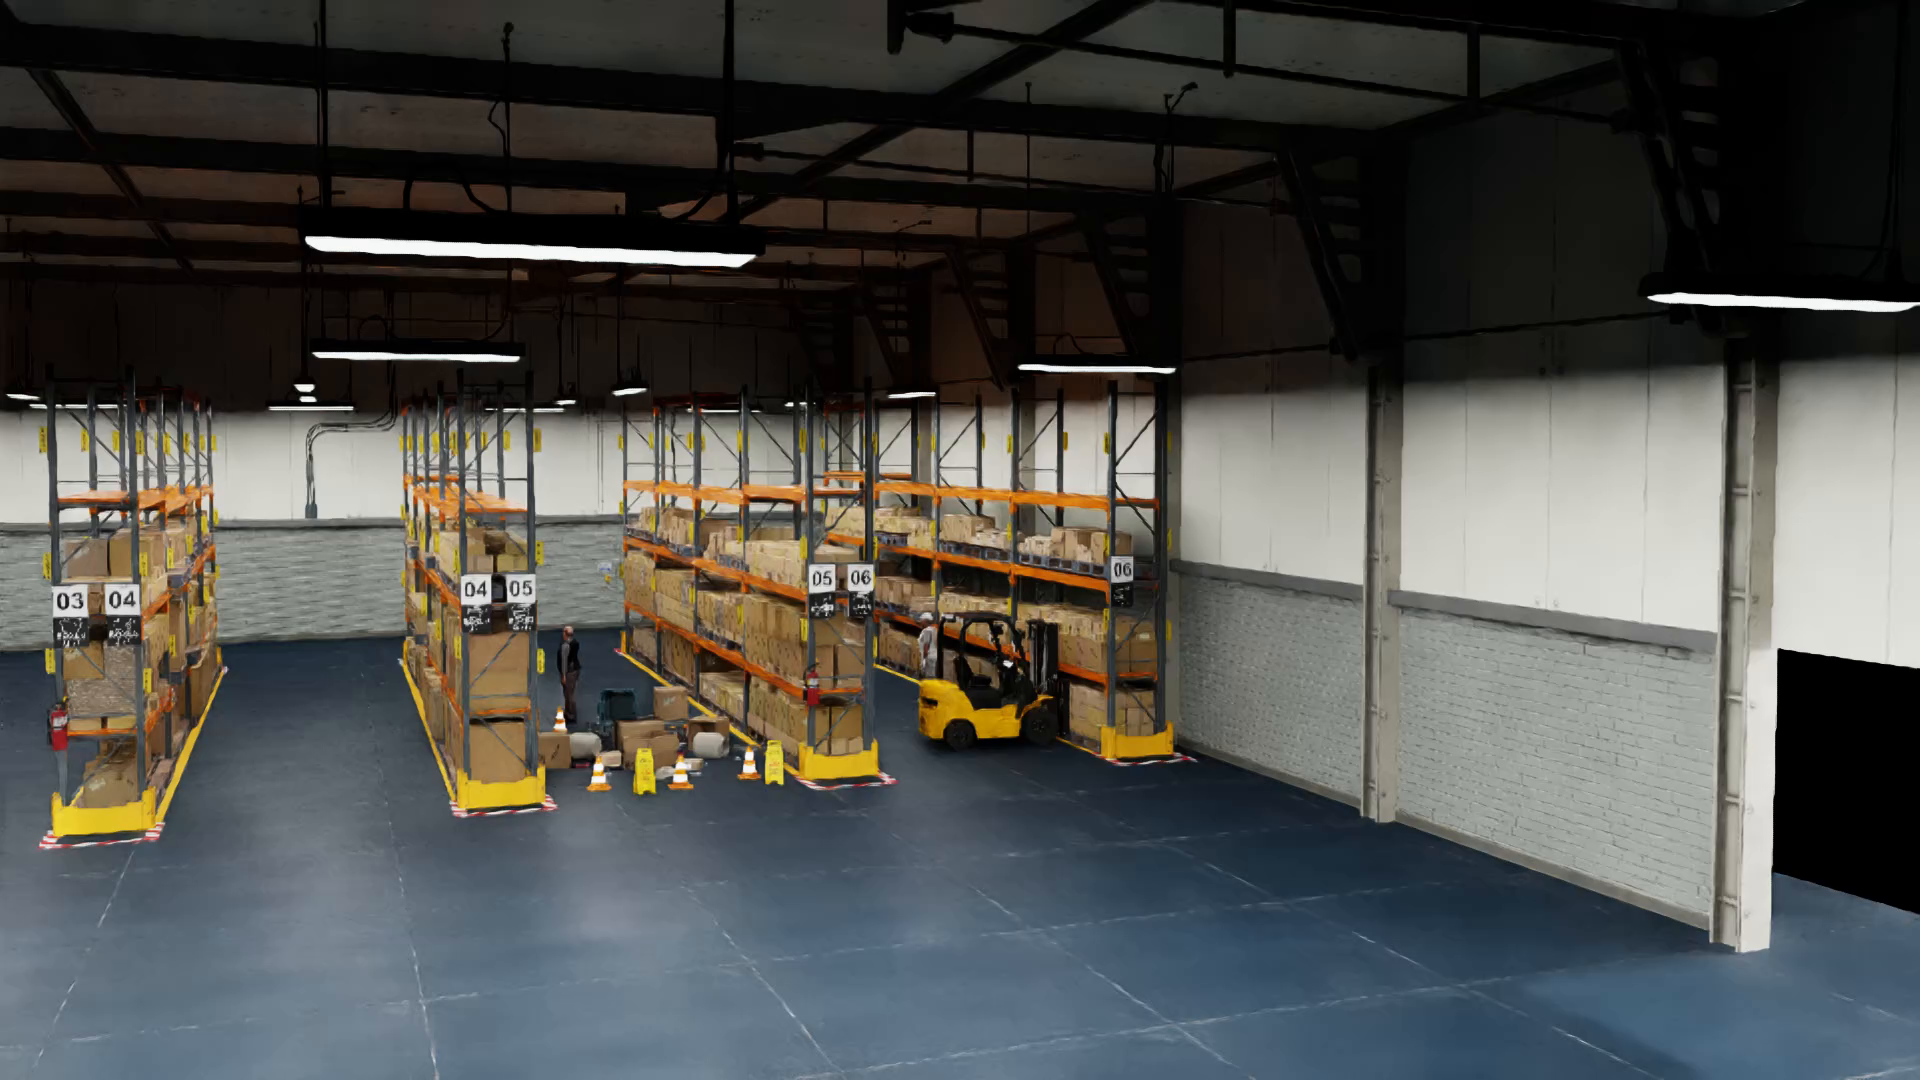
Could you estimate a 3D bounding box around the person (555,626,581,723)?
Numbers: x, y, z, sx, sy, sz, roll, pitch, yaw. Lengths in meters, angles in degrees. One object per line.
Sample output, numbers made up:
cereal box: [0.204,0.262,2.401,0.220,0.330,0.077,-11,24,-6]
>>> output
person: [-7.038,2.391,29.717,0.499,1.724,0.577,1,3,10]

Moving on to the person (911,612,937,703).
person: [-0.645,2.250,31.616,0.588,1.782,0.677,0,3,3]
